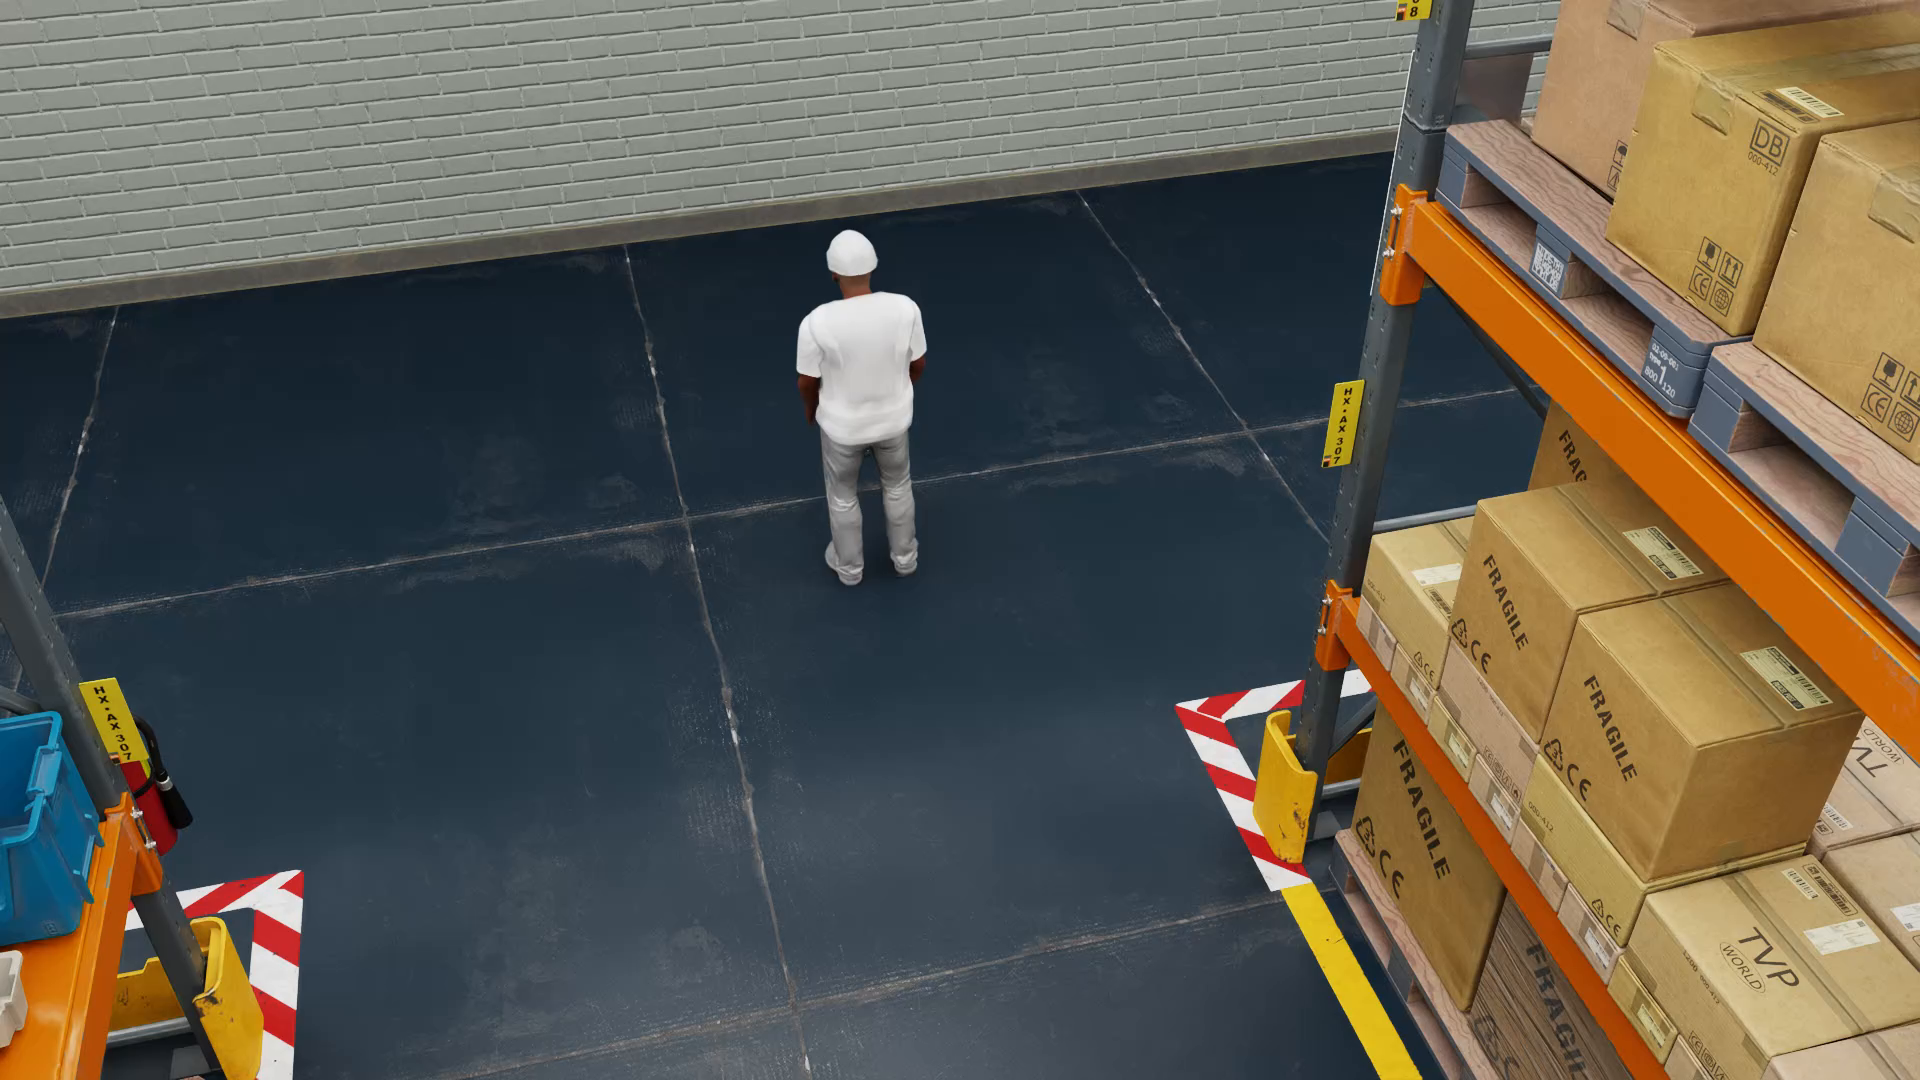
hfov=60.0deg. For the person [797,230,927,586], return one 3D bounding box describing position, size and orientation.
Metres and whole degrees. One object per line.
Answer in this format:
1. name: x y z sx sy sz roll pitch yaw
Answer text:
1. person: -0.433 -0.561 7.415 0.580 1.767 0.434 -10 39 -13
